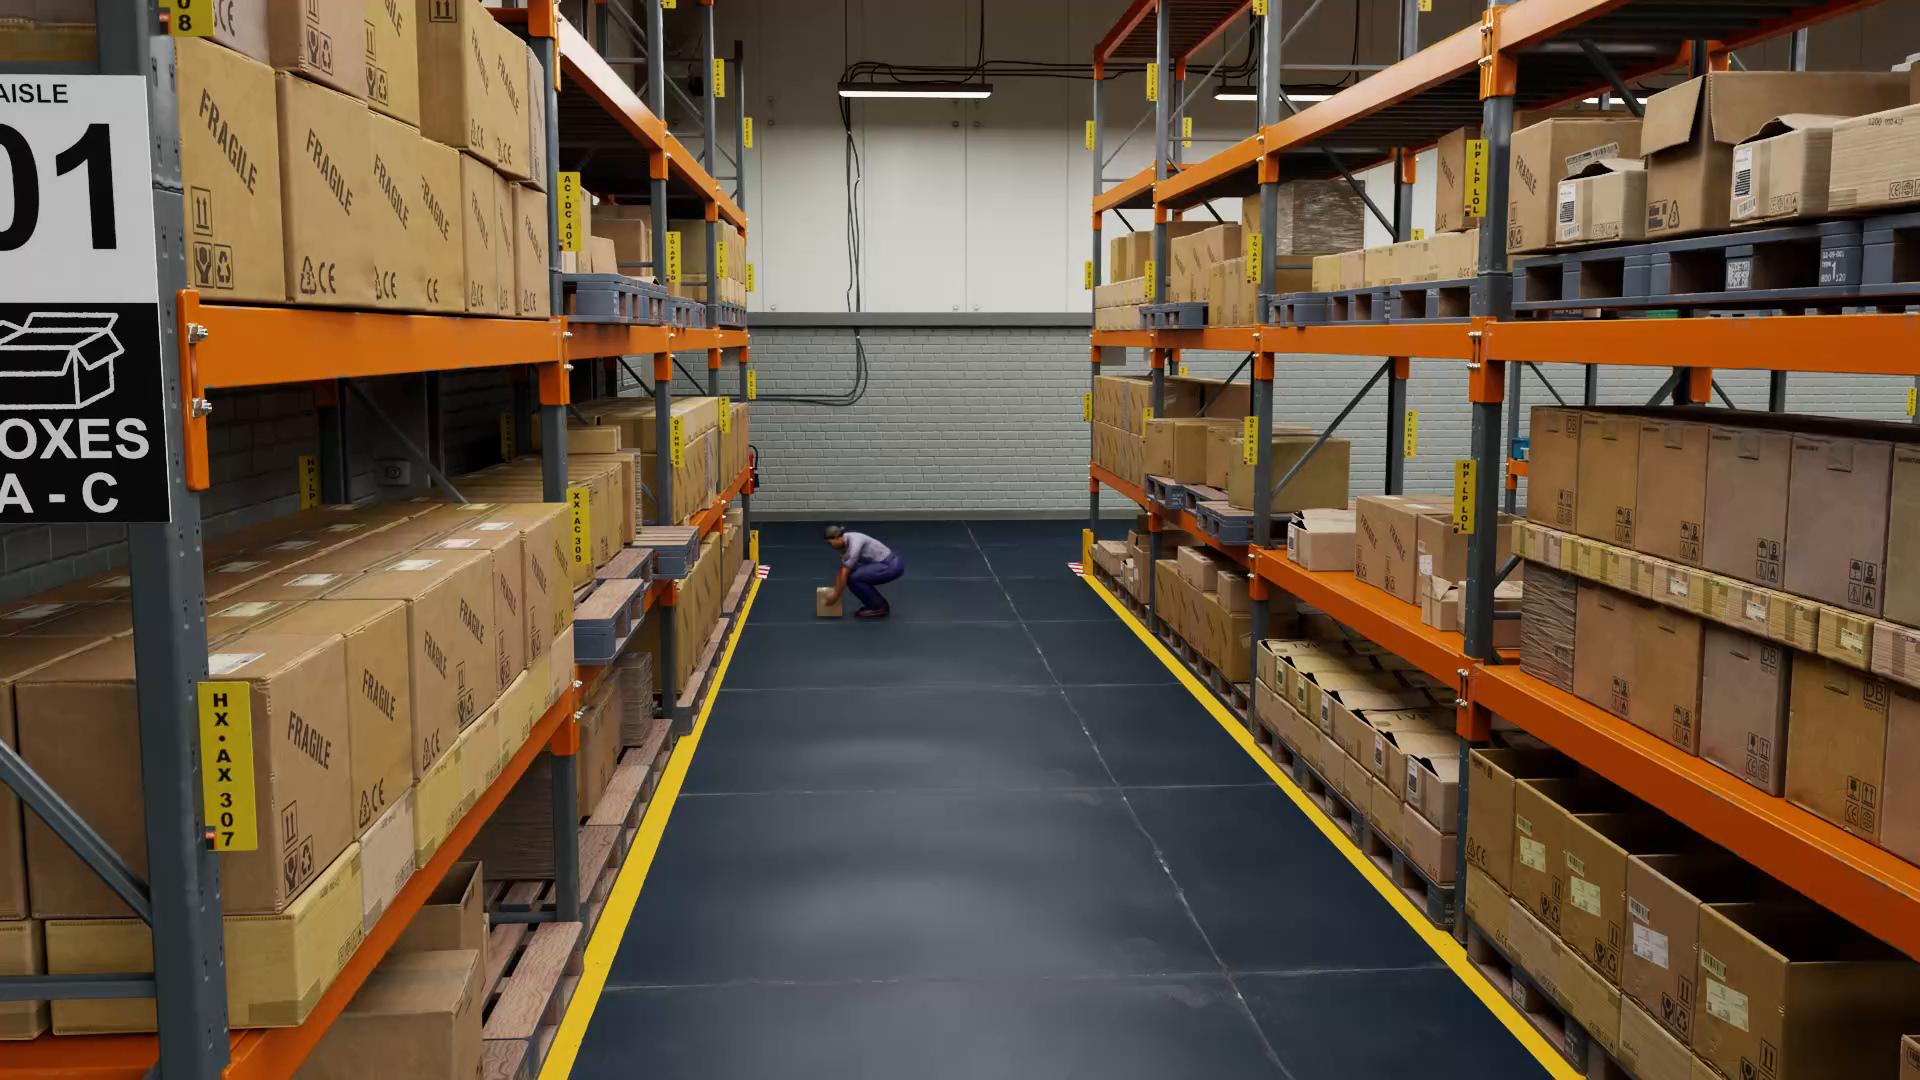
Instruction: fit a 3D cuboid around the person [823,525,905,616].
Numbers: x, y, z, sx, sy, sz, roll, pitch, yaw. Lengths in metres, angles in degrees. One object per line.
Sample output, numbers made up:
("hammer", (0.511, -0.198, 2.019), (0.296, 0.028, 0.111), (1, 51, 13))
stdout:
("person", (-0.951, 0.295, 16.506), (0.821, 0.902, 0.526), (0, 7, -4))
